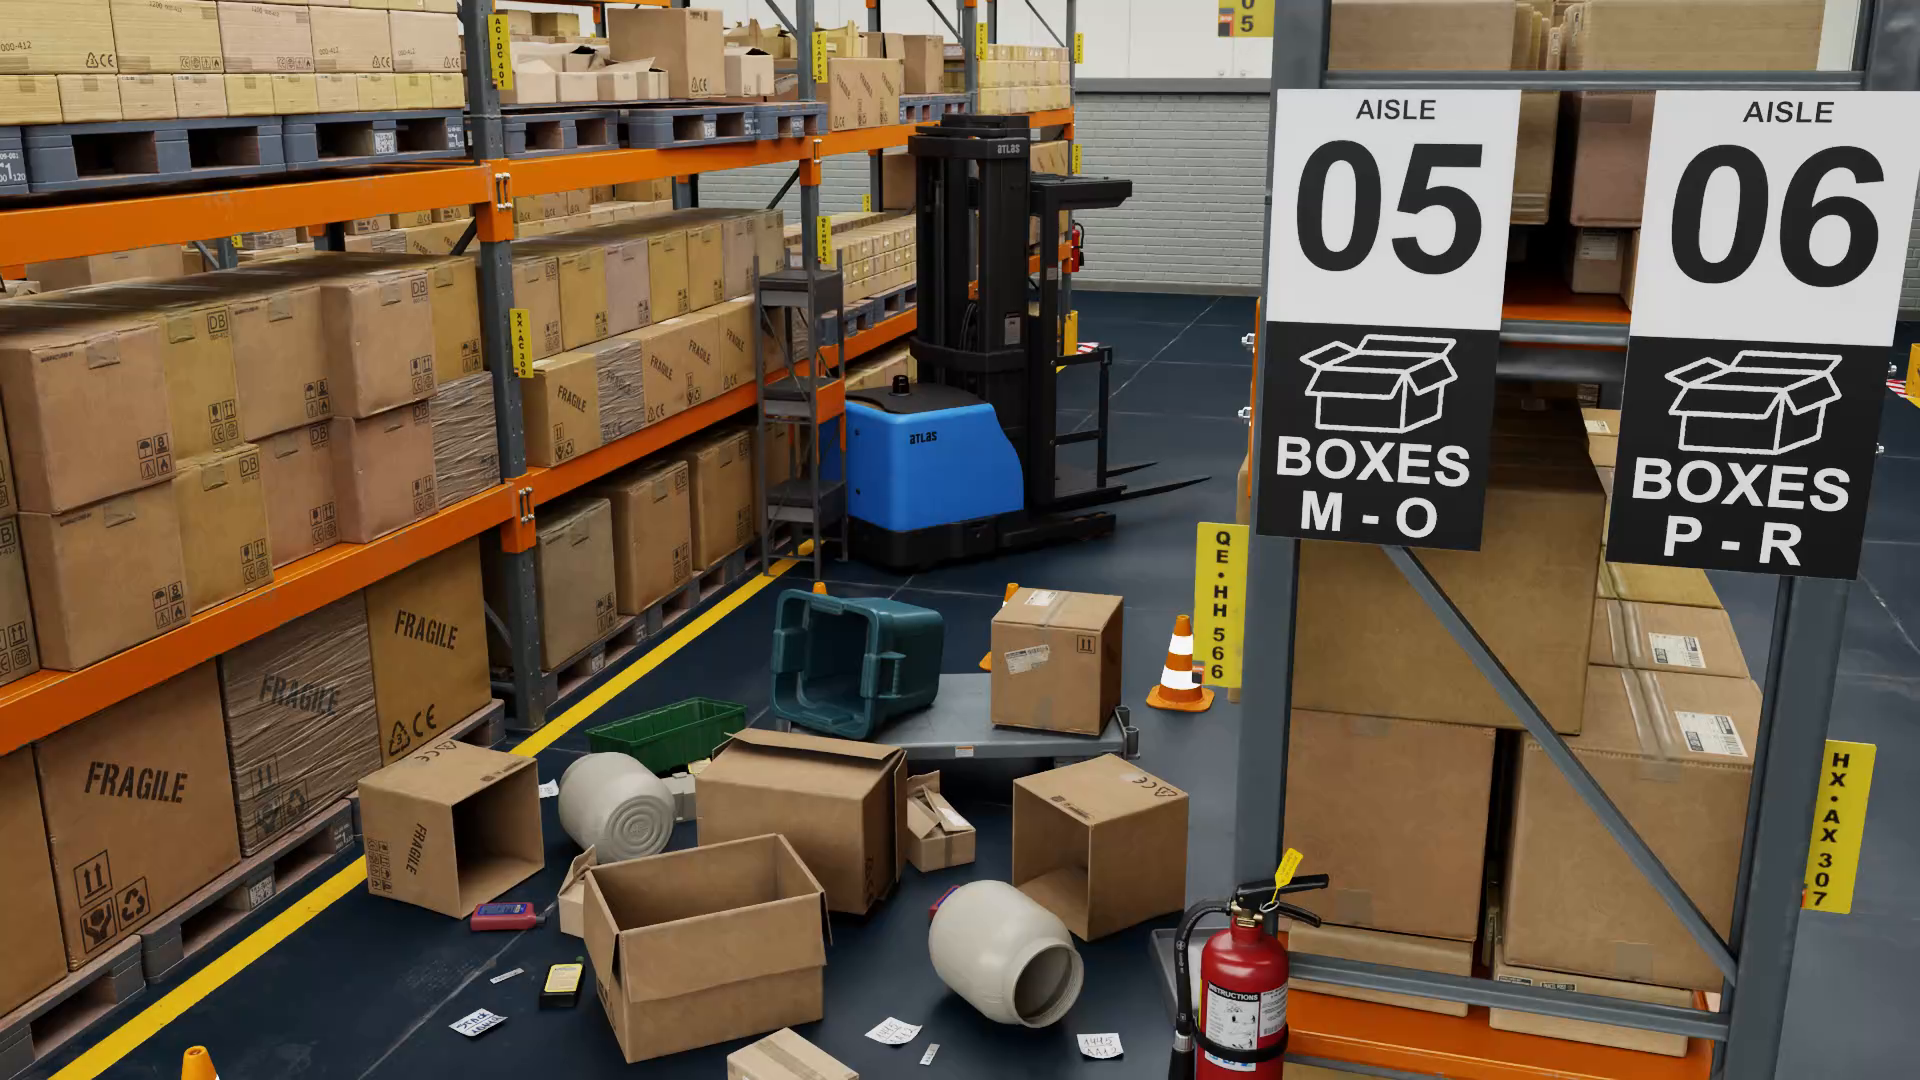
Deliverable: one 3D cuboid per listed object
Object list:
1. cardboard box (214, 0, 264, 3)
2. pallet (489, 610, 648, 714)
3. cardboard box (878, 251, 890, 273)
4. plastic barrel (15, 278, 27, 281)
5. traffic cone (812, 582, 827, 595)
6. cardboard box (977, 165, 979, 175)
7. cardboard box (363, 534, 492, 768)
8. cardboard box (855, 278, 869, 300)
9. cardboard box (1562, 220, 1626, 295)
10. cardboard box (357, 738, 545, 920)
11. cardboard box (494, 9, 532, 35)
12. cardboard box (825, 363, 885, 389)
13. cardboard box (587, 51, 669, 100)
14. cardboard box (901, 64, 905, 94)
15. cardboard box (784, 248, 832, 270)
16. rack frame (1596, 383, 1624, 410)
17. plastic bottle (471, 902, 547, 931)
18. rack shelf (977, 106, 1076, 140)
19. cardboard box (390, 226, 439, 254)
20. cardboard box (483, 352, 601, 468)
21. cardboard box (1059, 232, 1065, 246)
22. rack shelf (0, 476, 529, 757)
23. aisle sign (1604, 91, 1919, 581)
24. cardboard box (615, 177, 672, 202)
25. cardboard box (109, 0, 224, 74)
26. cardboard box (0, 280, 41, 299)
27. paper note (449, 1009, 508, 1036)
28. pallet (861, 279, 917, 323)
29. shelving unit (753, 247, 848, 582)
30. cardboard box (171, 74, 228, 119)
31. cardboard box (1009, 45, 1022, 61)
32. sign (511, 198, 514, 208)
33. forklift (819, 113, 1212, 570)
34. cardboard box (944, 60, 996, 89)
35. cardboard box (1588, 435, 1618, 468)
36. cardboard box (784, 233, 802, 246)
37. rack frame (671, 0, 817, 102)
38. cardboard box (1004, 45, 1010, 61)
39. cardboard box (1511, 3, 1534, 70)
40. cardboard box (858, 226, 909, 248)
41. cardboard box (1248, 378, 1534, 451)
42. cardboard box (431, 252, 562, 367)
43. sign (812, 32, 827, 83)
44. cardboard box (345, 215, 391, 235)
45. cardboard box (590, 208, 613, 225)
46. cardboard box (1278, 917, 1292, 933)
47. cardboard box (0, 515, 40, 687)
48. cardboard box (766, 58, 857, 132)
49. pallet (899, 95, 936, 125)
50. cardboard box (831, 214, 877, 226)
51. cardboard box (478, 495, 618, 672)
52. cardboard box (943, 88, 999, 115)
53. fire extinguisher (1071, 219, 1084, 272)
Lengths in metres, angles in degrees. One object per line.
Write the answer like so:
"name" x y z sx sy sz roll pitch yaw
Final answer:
"cardboard box" -2.770 -2.025 6.023 0.380 0.149 0.250 4 16 15
"pallet" -2.465 0.614 9.279 1.003 0.211 1.213 5 16 16
"cardboard box" -0.781 -2.239 13.371 0.380 0.149 0.250 4 16 15
"plastic barrel" -9.985 -2.460 18.080 0.600 0.901 0.708 5 16 16
"traffic cone" -0.783 0.467 9.336 0.336 0.463 0.334 5 16 16
"cardboard box" 0.023 -3.384 15.704 0.500 0.500 0.500 5 17 17
"cardboard box" -2.858 0.459 7.837 0.875 0.875 0.875 5 17 17
"cardboard box" -0.927 -1.961 12.936 0.380 0.149 0.250 5 17 18
"cardboard box" 1.420 -0.576 3.325 0.380 0.149 0.250 4 16 14
"cardboard box" -2.069 1.167 6.794 0.500 0.500 0.500 8 18 25
"cardboard box" -4.792 -5.372 17.264 0.500 0.250 0.500 4 16 12
"cardboard box" -0.903 -1.221 13.074 0.500 0.250 0.500 4 16 15
"cardboard box" -1.877 -2.622 9.372 0.396 0.266 0.258 5 16 16
"cardboard box" -0.790 -4.001 14.336 0.500 0.311 0.500 4 16 15
"cardboard box" -1.157 -2.041 12.128 0.380 0.149 0.250 5 16 16
"rack frame" 2.162 -0.163 6.906 1.000 3.000 0.127 5 16 16
"plastic bottle" -1.759 1.475 6.517 0.283 0.061 0.133 -1 16 -3
"rack shelf" 0.230 -4.233 17.078 1.077 0.370 4.000 5 16 16
"cardboard box" -5.226 -2.662 15.536 0.500 0.500 0.500 4 16 15
"cardboard box" -2.205 -0.685 8.564 0.500 0.500 0.500 5 17 16
"cardboard box" 0.976 -3.431 18.891 0.380 0.149 0.250 5 16 16
"rack shelf" -3.181 0.349 6.419 1.077 0.370 4.000 5 16 16
"aisle sign" 1.305 -0.327 2.719 0.394 0.787 0.004 5 16 16
"cardboard box" -3.815 -4.354 20.040 0.500 0.500 0.500 5 17 17
"cardboard box" -2.937 -1.740 5.747 0.500 0.250 0.500 5 16 16
"cardboard box" -6.899 -1.687 11.785 0.500 0.250 0.500 4 16 14
"paper note" -1.687 1.688 5.825 0.144 0.017 0.142 11 19 35
"pallet" -0.952 -1.995 13.719 1.003 0.211 1.213 5 16 16
"shelving unit" -1.029 -0.818 10.858 0.431 2.100 0.503 5 17 17
"cardboard box" -2.842 -1.573 5.888 0.380 0.149 0.250 5 16 16
"cardboard box" 0.396 -4.814 16.435 0.380 0.149 0.250 5 17 19
"sign" -4.543 -3.503 16.707 0.100 0.325 0.005 5 16 16
"forklift" 0.505 -1.509 11.780 3.031 2.935 1.130 -11 19 -34
"cardboard box" 0.028 -4.332 15.466 0.500 0.250 0.500 5 17 18
"cardboard box" 2.135 -0.083 5.897 0.500 0.500 0.500 5 17 18
"cardboard box" -1.481 -2.365 13.269 0.380 0.149 0.250 5 16 16
"rack frame" -1.476 -4.453 11.037 1.000 3.000 0.127 5 16 16
"cardboard box" 0.274 -4.746 16.196 0.380 0.149 0.250 4 16 14
"cardboard box" 0.949 -0.998 3.352 0.380 0.149 0.250 5 17 17
"cardboard box" -0.637 -2.519 13.815 0.380 0.149 0.250 4 16 13
"cardboard box" 1.159 -0.212 4.520 0.700 0.500 0.500 4 16 15
"cardboard box" -2.477 -1.179 8.475 0.700 0.500 0.500 4 16 15
"sign" -0.946 -3.251 11.205 0.100 0.325 0.005 5 16 16
"cardboard box" -5.607 -3.045 15.045 0.797 0.503 0.637 5 17 18
"cardboard box" -4.245 -3.592 18.725 0.500 0.250 0.500 5 16 16
"cardboard box" 0.892 0.815 3.918 0.380 0.149 0.250 4 16 15
"cardboard box" -3.552 0.208 5.324 0.875 0.550 0.550 5 16 16
"cardboard box" -1.058 -3.186 11.886 0.500 0.500 0.500 5 16 16
"pallet" -0.908 -3.541 13.663 1.213 0.211 1.003 5 16 16
"cardboard box" -0.965 -2.840 14.944 0.380 0.149 0.250 5 17 17
"cardboard box" -2.522 0.191 9.013 1.050 0.750 0.750 5 16 16
"cardboard box" 0.046 -4.085 15.511 0.500 0.250 0.500 5 17 19
"fire extinguisher" 1.312 -3.473 19.402 0.296 0.674 0.183 5 16 16
